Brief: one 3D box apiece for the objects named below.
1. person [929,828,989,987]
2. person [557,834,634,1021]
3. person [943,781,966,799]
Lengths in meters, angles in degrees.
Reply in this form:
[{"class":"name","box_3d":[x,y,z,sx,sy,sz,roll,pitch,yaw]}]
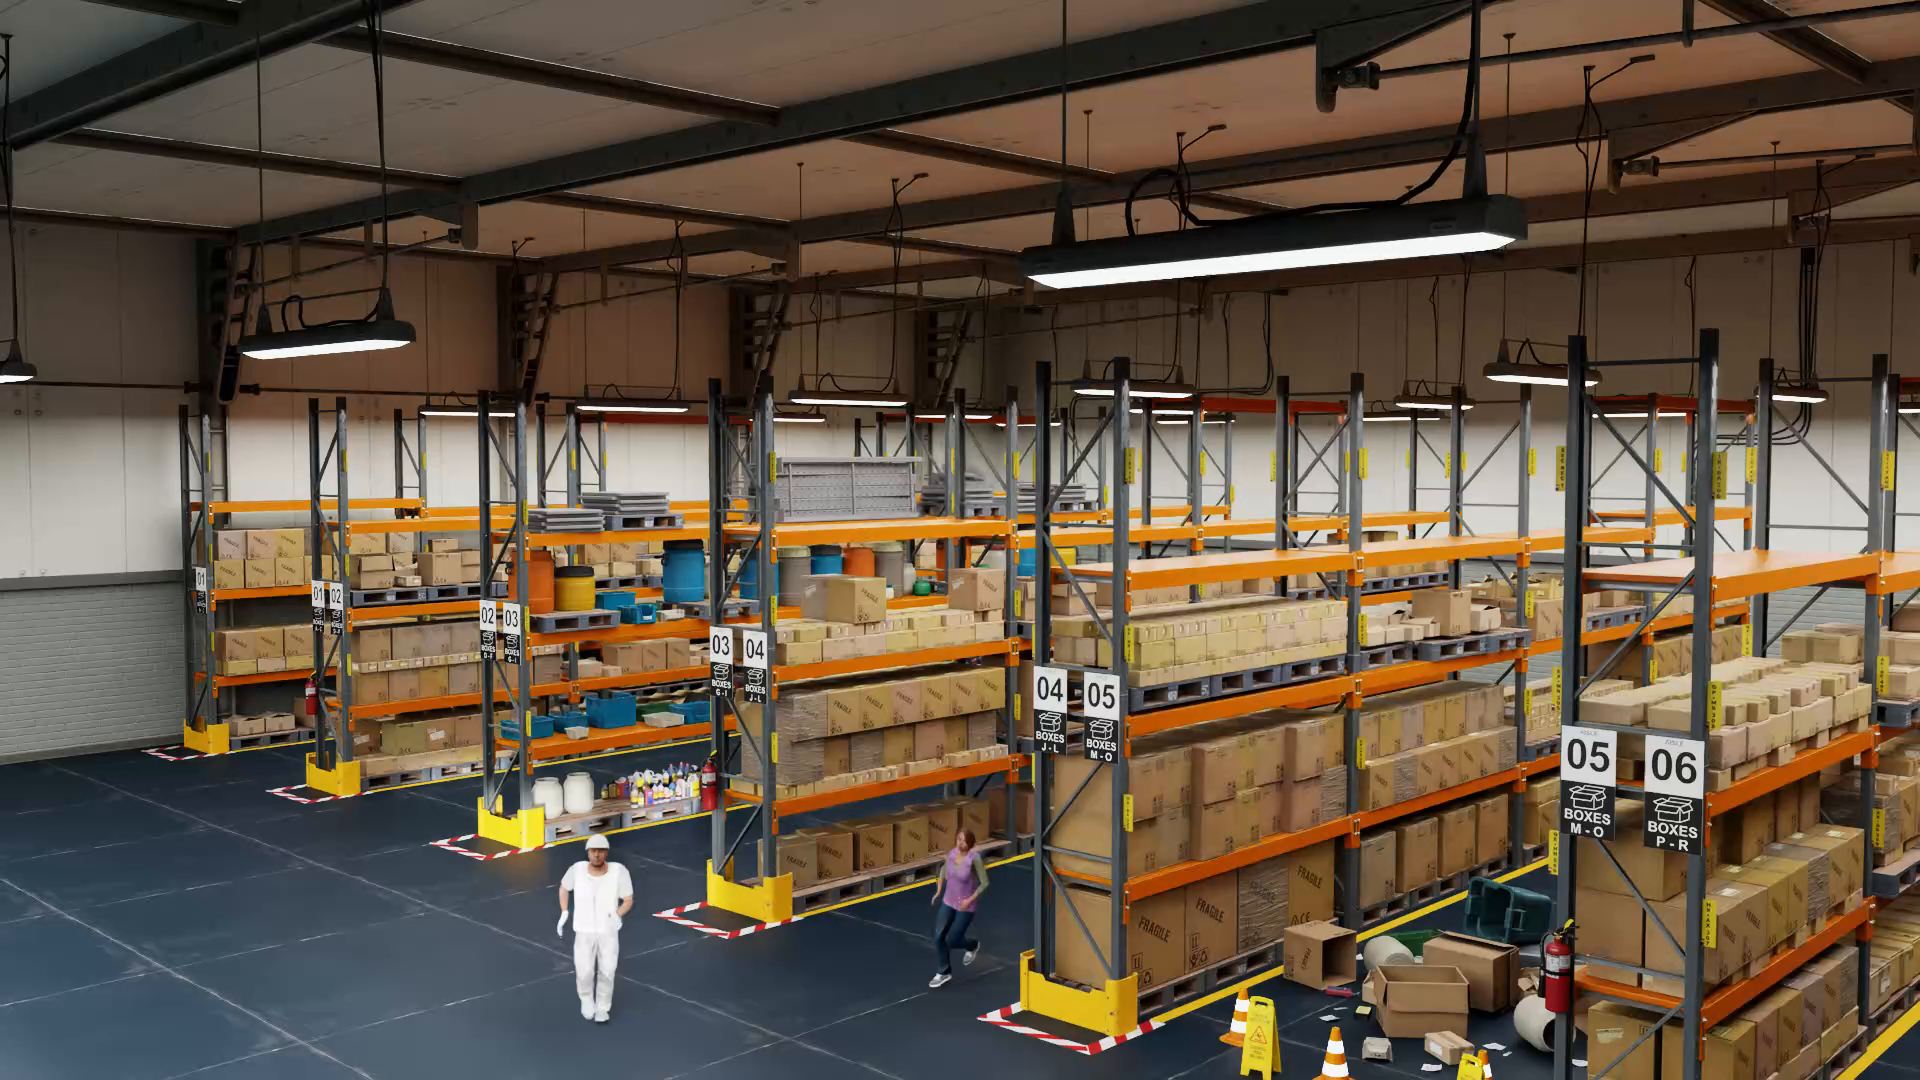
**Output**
[{"class":"person","box_3d":[0.036,3.554,16.190,0.582,1.559,0.610,2,4,36]},{"class":"person","box_3d":[-3.262,3.495,14.882,0.677,1.732,0.697,-1,3,-10]},{"class":"person","box_3d":[-0.108,3.047,24.185,0.595,1.718,0.828,2,4,34]}]
